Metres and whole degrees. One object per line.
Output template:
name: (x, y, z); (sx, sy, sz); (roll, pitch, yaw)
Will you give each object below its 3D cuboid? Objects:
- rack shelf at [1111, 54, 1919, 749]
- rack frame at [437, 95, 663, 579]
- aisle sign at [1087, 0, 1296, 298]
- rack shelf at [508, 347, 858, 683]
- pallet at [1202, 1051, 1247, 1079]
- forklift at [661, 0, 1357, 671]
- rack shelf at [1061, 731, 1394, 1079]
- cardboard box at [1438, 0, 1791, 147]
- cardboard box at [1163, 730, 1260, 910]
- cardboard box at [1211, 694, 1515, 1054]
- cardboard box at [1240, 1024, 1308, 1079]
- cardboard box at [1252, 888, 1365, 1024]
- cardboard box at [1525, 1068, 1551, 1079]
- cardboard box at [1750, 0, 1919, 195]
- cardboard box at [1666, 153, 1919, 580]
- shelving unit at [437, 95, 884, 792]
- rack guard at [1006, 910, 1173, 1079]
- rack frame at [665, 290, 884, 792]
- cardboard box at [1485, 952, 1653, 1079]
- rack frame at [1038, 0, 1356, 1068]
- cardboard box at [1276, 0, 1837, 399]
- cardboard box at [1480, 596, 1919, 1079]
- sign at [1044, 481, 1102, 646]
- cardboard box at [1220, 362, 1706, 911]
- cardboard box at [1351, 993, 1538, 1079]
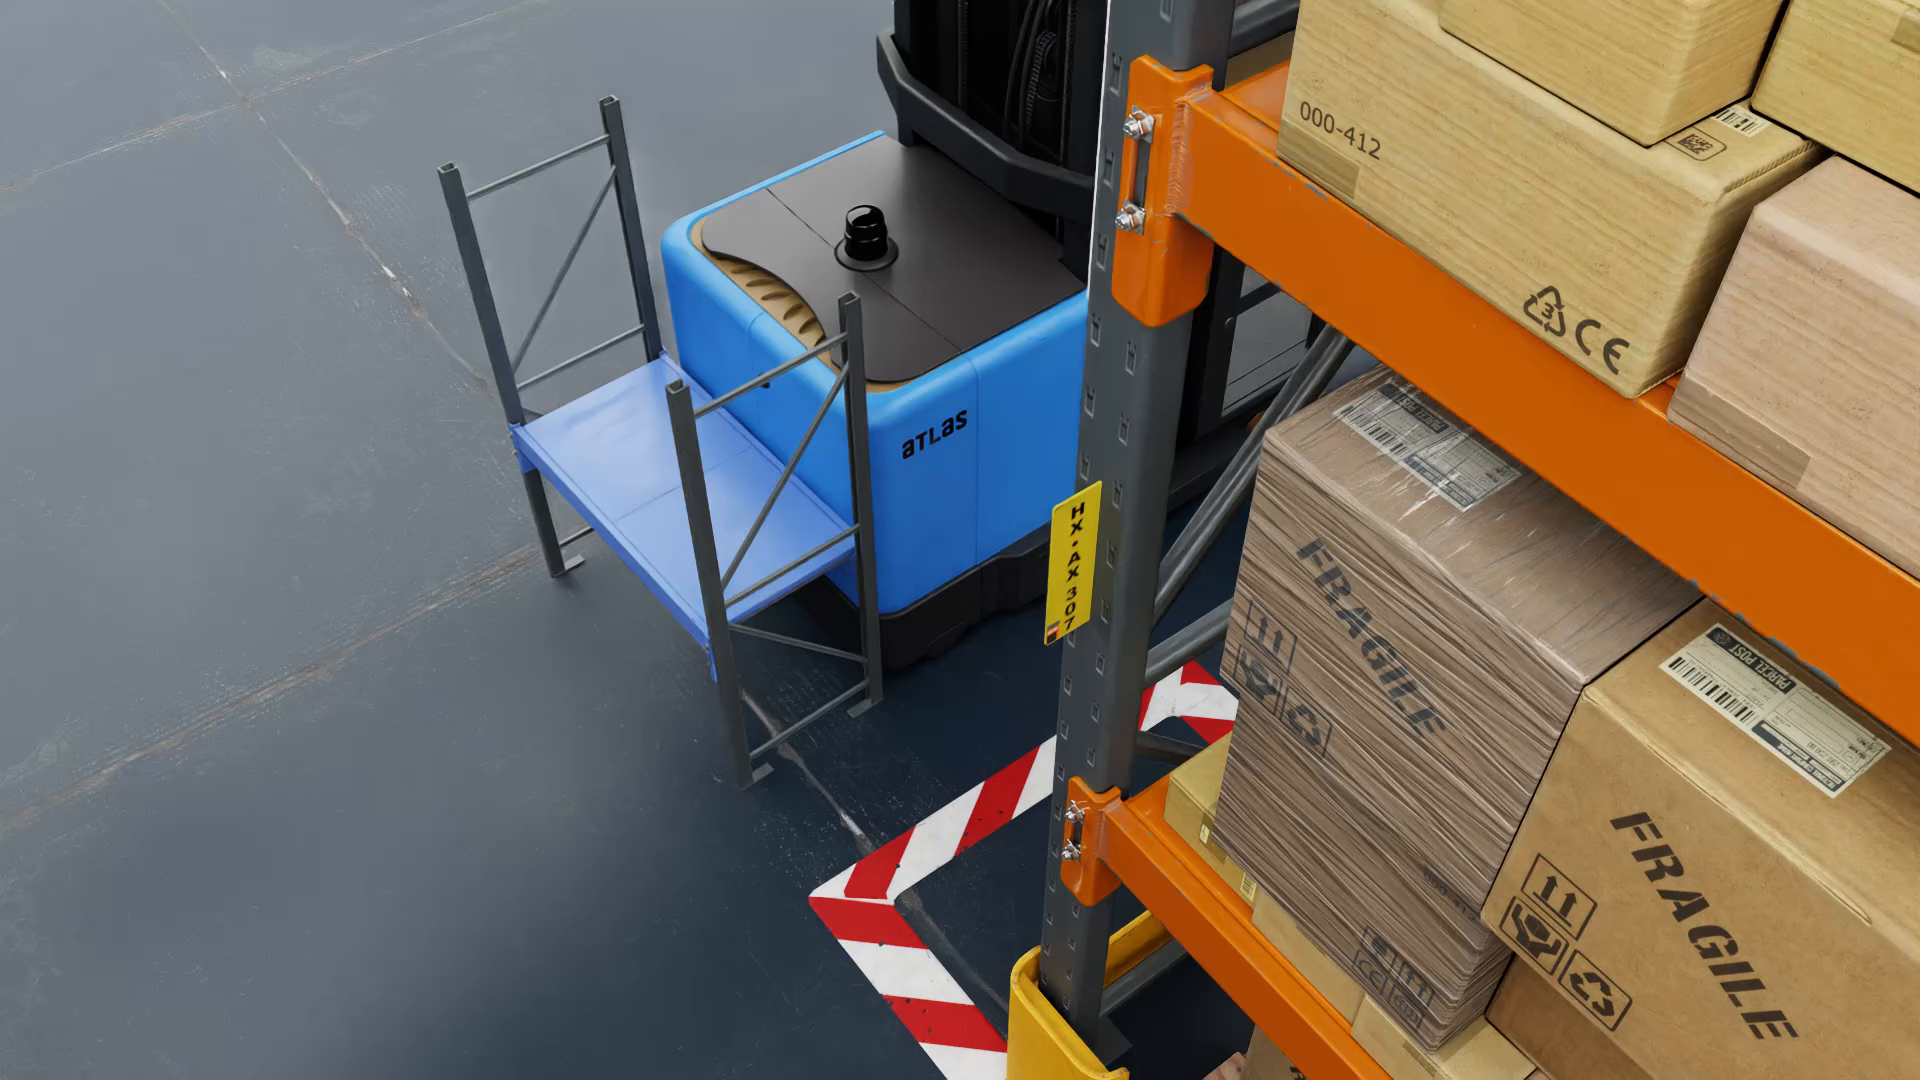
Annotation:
rack shelf: (1.821, 0.501, 1.232); (1.077, 0.370, 4.000); (-29, 54, -24)
rack frame: (-1.072, -0.511, 4.701); (0.500, 1.500, 0.032); (-32, 55, -25)
aisle sign: (0.334, -0.688, 2.094); (0.394, 0.787, 0.004); (-29, 54, -24)
rack shelf: (-0.748, -0.100, 4.571); (0.538, 0.185, 1.000); (-32, 55, -25)
pallet: (1.120, 1.564, 3.690); (1.003, 0.211, 1.213); (-29, 54, -24)
forklift: (0.624, -1.526, 4.655); (3.031, 2.935, 1.130); (-31, 55, -25)
rack shelf: (1.821, 1.508, 2.344); (1.077, 0.370, 4.000); (-29, 54, -24)
cardboard box: (0.673, -0.541, 1.524); (0.380, 0.149, 0.250); (-28, 54, -23)
cardboard box: (0.593, 0.447, 2.990); (0.380, 0.149, 0.250); (-29, 54, -24)
cardboard box: (0.921, 0.290, 2.694); (0.875, 0.500, 0.500); (-29, 54, -24)
cardboard box: (0.975, 1.162, 3.576); (0.500, 0.500, 0.500); (-20, 51, -17)
cardboard box: (0.729, 0.603, 2.848); (0.380, 0.149, 0.250); (-29, 54, -24)
cardboard box: (1.036, 0.895, 2.584); (0.380, 0.149, 0.250); (-29, 54, -24)
cardboard box: (0.924, -0.448, 1.439); (0.380, 0.149, 0.250); (-30, 55, -25)
cardboard box: (1.013, -0.168, 1.455); (0.500, 0.250, 0.500); (-31, 55, -25)
shelving unit: (-0.748, -0.221, 4.438); (0.538, 1.500, 1.048); (-32, 55, -25)
rack guard: (0.656, 0.972, 4.032); (1.175, 0.500, 0.348); (-29, 54, -24)
rack frame: (-0.424, 0.069, 4.175); (0.500, 1.500, 0.032); (-32, 55, -25)
cardboard box: (1.319, 0.531, 2.475); (0.875, 0.500, 0.500); (-29, 54, -24)
rack frame: (0.610, 0.087, 3.146); (1.000, 3.000, 0.127); (-29, 54, -24)
cardboard box: (0.696, -0.470, 1.728); (0.500, 0.250, 0.500); (-28, 54, -23)
cardboard box: (1.023, 0.363, 1.954); (0.500, 0.500, 0.500); (-29, 54, -24)
sign: (0.178, 0.040, 2.605); (0.100, 0.325, 0.005); (-29, 54, -24)
cardboard box: (0.726, 0.065, 2.224); (0.500, 0.500, 0.500); (-29, 54, -24)
cardboard box: (0.868, 0.757, 2.709); (0.380, 0.149, 0.250); (-29, 54, -24)
